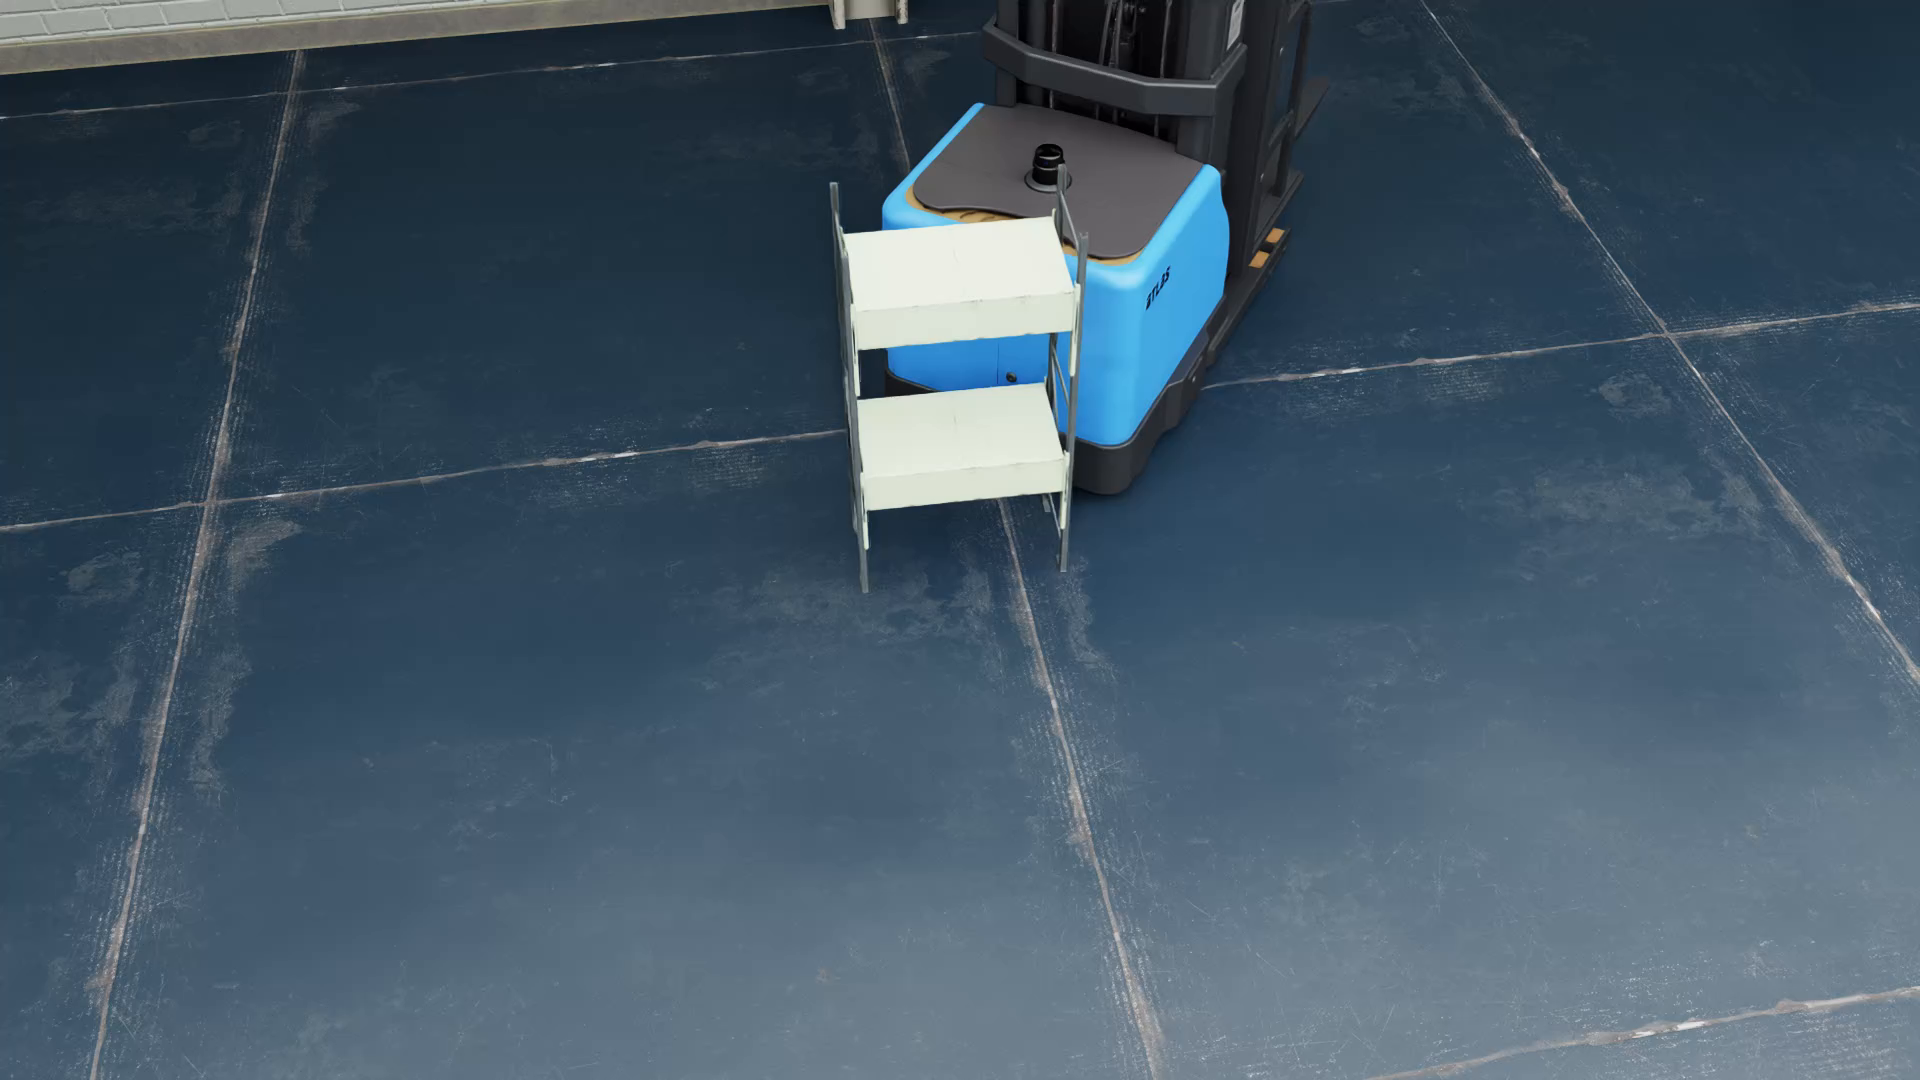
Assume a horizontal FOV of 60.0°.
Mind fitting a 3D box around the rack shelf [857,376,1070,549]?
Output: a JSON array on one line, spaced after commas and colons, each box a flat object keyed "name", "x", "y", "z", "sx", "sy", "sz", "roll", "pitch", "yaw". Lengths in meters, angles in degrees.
[{"name": "rack shelf", "x": -0.010, "y": -0.278, "z": 5.929, "sx": 0.720, "sy": 0.370, "sz": 0.431, "roll": -6, "pitch": 46, "yaw": -6}]

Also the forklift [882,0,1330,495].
[{"name": "forklift", "x": 0.821, "y": -2.255, "z": 6.388, "sx": 1.130, "sy": 2.935, "sz": 3.031, "roll": 20, "pitch": 49, "yaw": 18}]

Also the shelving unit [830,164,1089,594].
[{"name": "shelving unit", "x": -0.010, "y": -0.504, "z": 5.695, "sx": 0.755, "sy": 1.500, "sz": 0.431, "roll": -6, "pitch": 46, "yaw": -6}]

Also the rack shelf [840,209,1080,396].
[{"name": "rack shelf", "x": -0.010, "y": -0.775, "z": 5.413, "sx": 0.720, "sy": 0.370, "sz": 0.431, "roll": -6, "pitch": 46, "yaw": -6}]

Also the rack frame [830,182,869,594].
[{"name": "rack frame", "x": -0.372, "y": -0.467, "z": 5.659, "sx": 0.023, "sy": 1.500, "sz": 0.400, "roll": -6, "pitch": 46, "yaw": -6}]

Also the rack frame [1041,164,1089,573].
[{"name": "rack frame", "x": 0.352, "y": -0.542, "z": 5.730, "sx": 0.023, "sy": 1.500, "sz": 0.400, "roll": -6, "pitch": 46, "yaw": -6}]
